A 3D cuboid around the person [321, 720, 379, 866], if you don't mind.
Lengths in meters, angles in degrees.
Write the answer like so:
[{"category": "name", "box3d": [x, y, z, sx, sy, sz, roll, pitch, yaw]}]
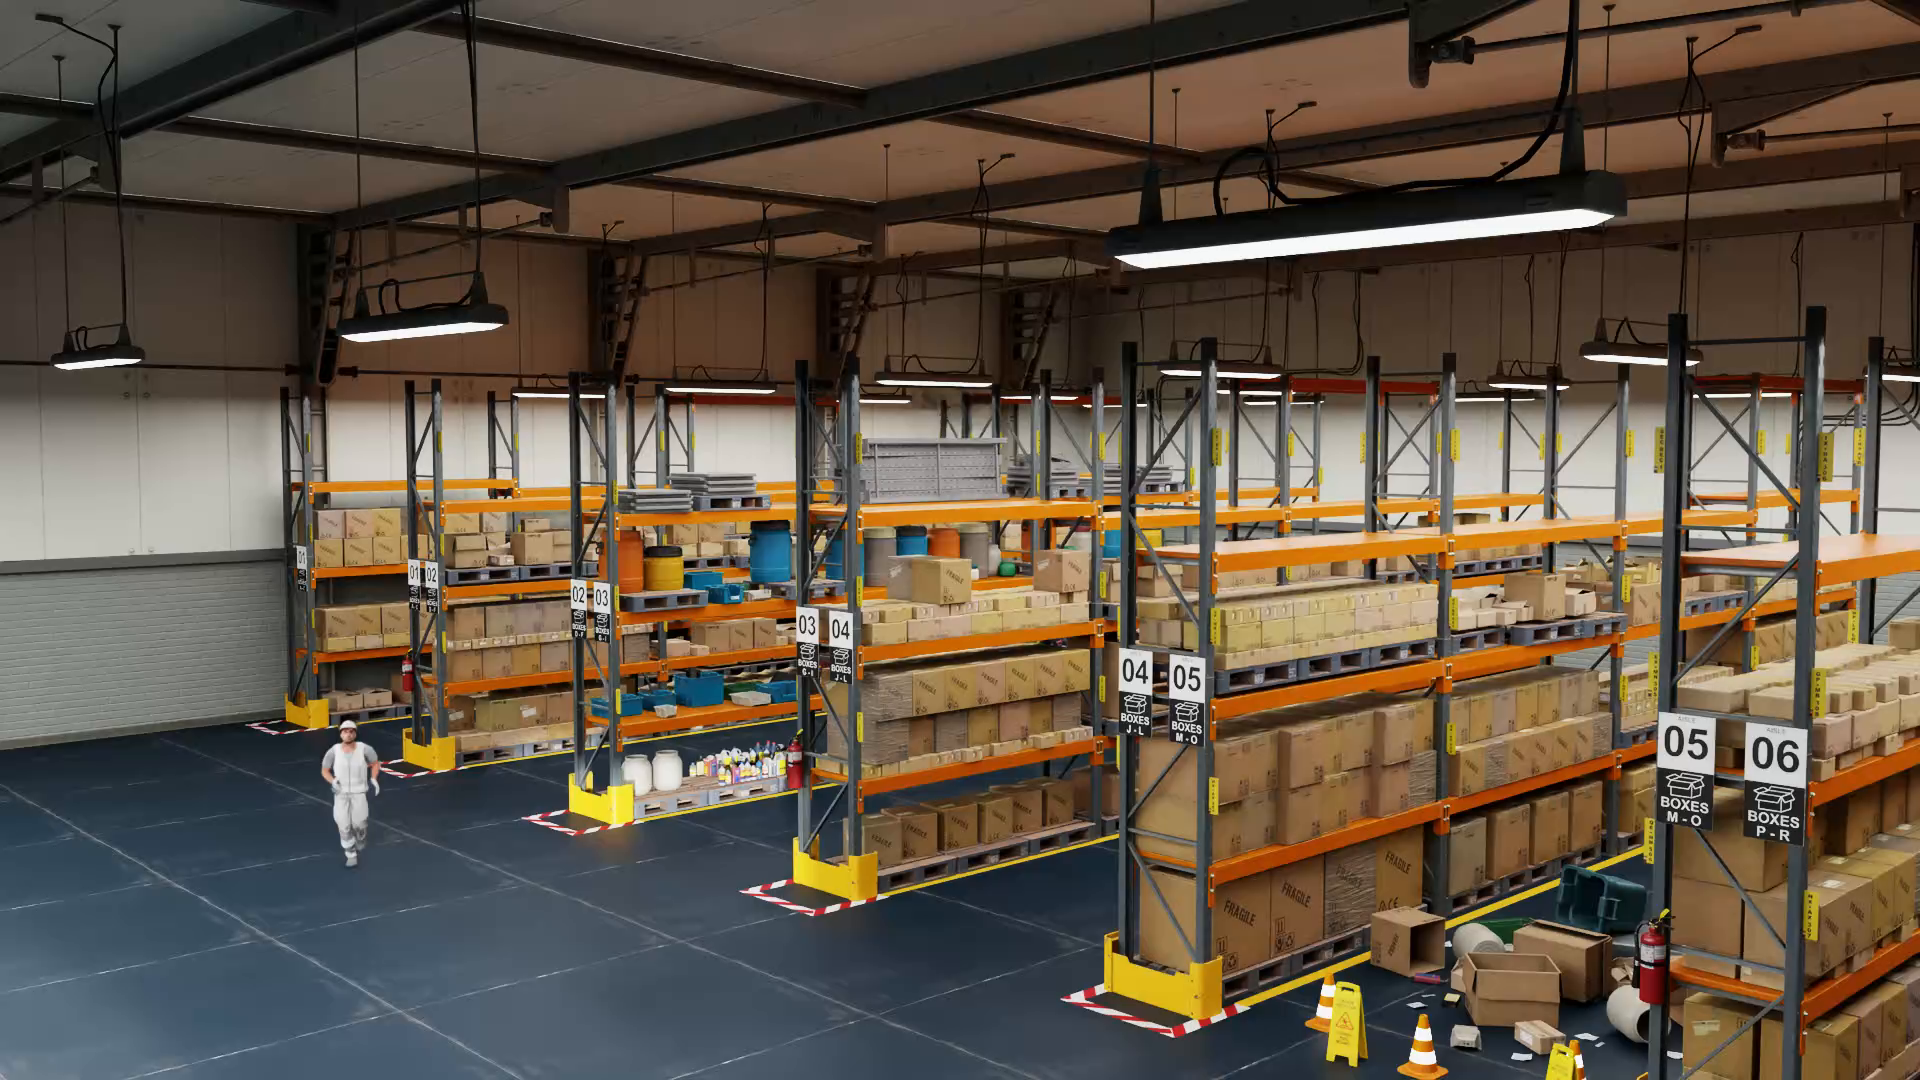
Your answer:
[{"category": "person", "box3d": [-7.280, 3.026, 19.872, 0.643, 1.742, 0.592, -1, 4, -17]}]
